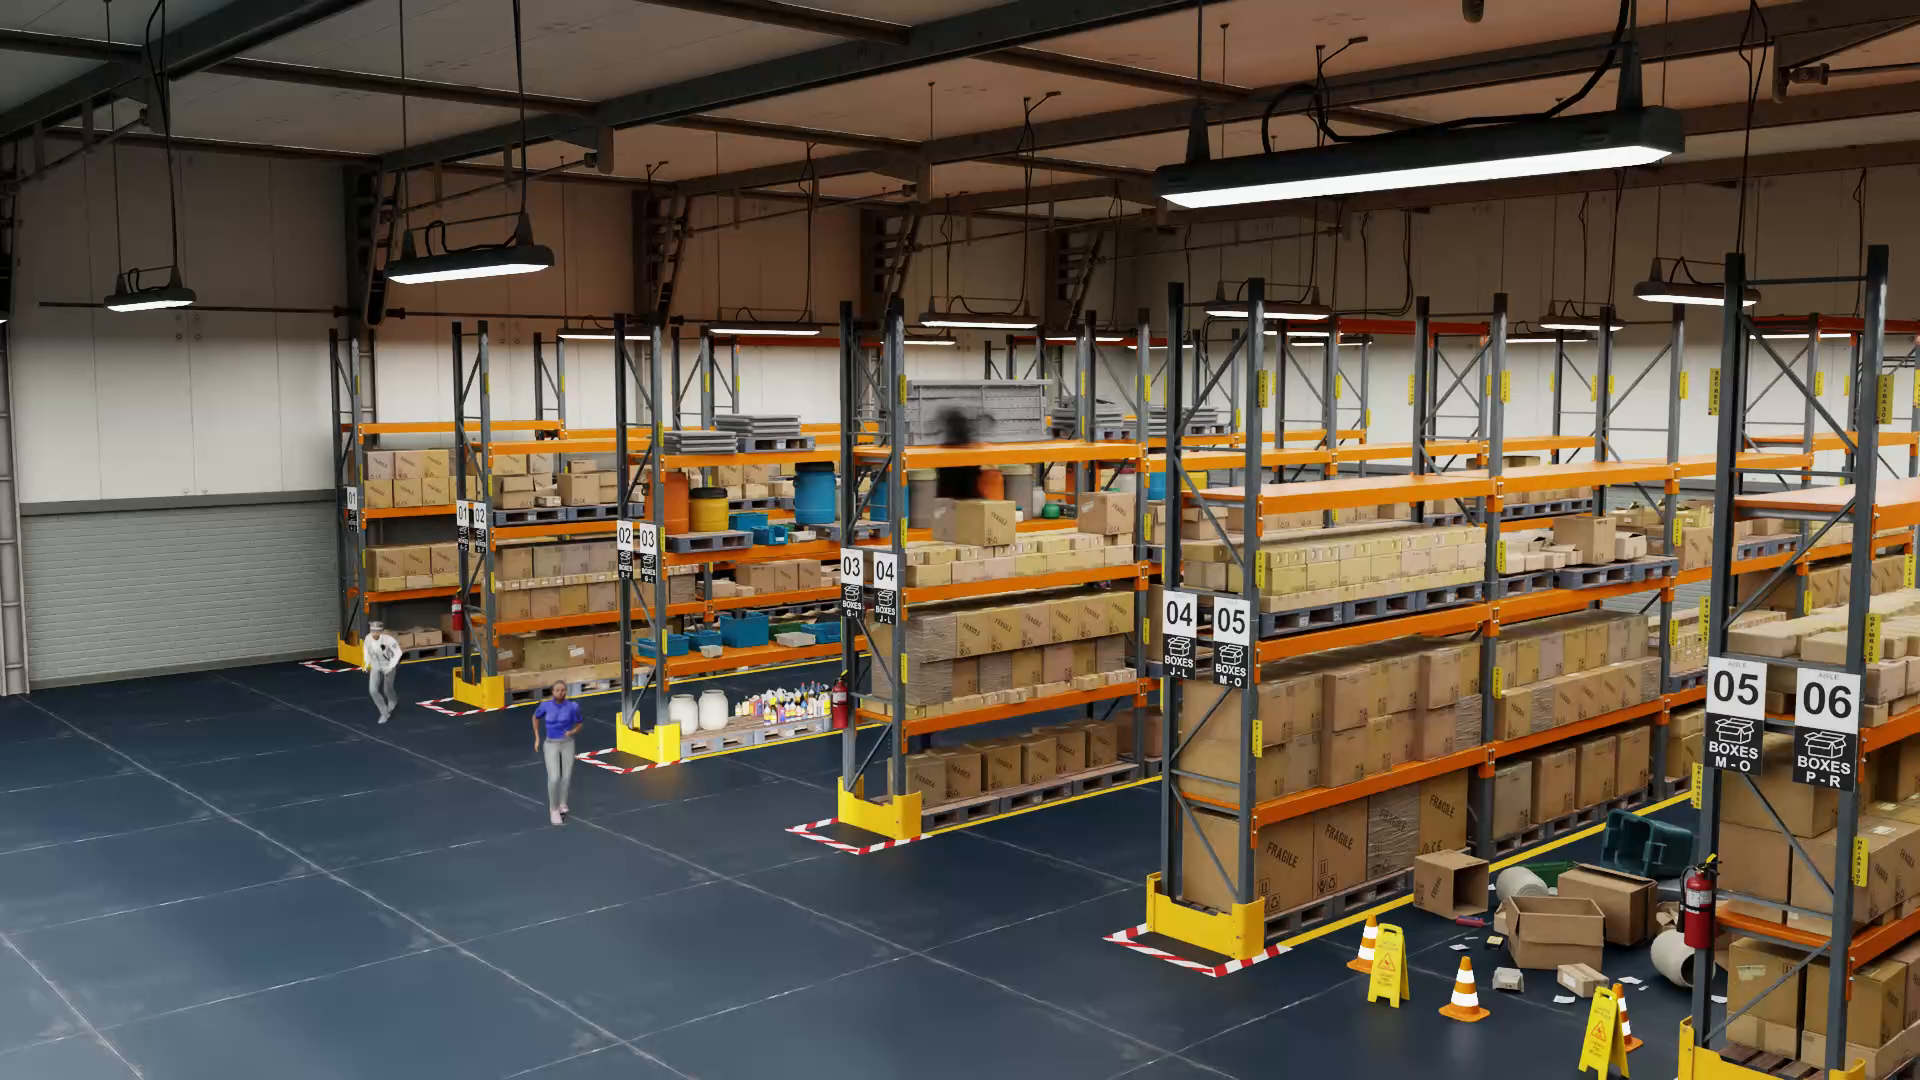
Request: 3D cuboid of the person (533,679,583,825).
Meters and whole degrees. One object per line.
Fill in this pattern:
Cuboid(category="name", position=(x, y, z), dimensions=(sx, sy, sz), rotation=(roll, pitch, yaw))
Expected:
Cuboid(category="person", position=(-4.640, 2.450, 19.259), dimensions=(0.536, 1.694, 0.806), rotation=(-2, 6, -21))

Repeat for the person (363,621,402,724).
Cuboid(category="person", position=(-8.651, 1.956, 25.036), dimensions=(0.611, 1.574, 0.939), rotation=(0, 6, 0))

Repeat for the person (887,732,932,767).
Cuboid(category="person", position=(-0.685, 2.005, 21.087), dimensions=(0.570, 1.770, 0.789), rotation=(5, 7, 39))
